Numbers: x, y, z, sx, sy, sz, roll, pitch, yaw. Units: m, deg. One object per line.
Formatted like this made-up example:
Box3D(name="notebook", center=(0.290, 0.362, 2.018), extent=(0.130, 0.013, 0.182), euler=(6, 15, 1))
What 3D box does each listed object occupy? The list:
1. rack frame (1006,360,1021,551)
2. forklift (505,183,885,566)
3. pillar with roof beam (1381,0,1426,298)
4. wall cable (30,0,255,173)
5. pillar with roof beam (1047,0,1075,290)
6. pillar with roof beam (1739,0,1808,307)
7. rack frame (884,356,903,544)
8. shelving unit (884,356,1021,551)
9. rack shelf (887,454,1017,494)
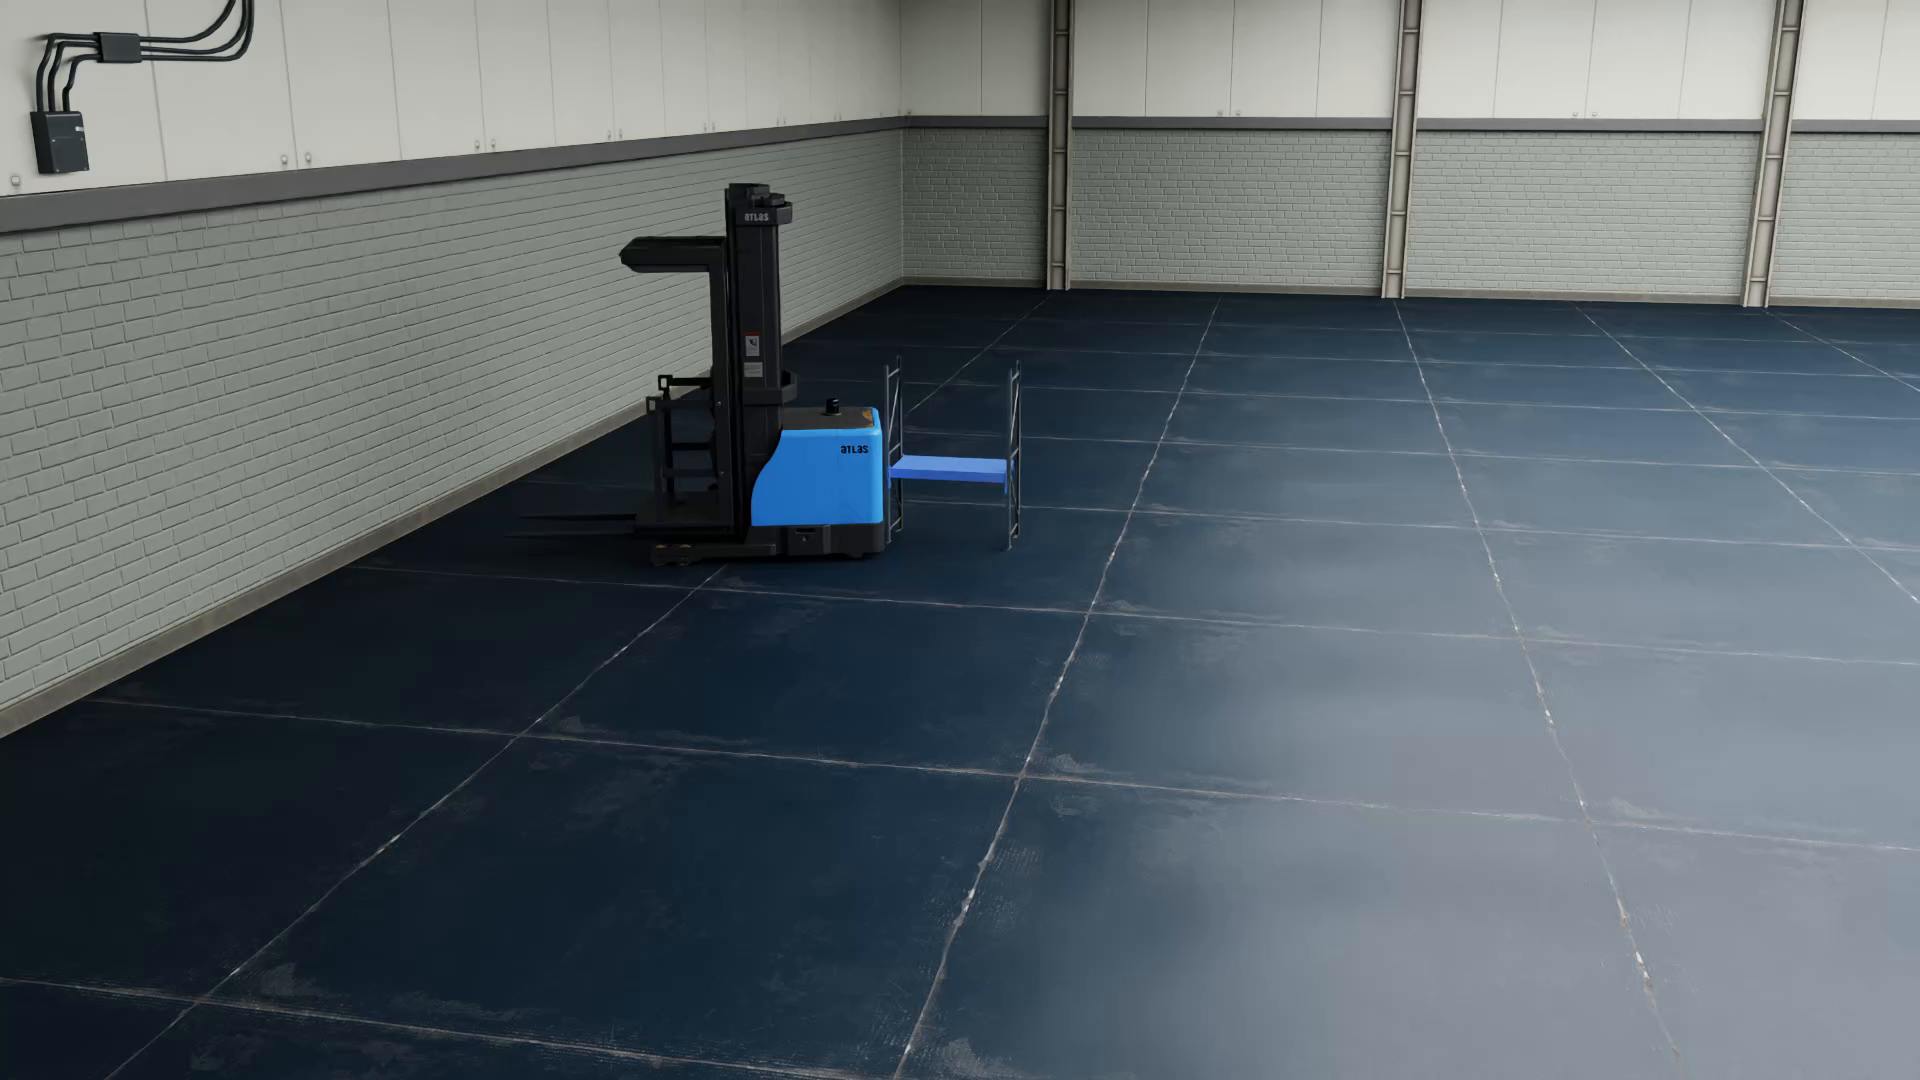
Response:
Box3D(name="rack frame", center=(0.441, -0.702, 13.718), extent=(0.032, 1.500, 0.500), euler=(3, 16, 11))
Box3D(name="forklift", center=(-2.152, -1.351, 13.378), extent=(3.031, 2.935, 1.130), euler=(-1, 16, -5))
Box3D(name="pillar with roof beam", center=(6.843, -7.539, 24.353), extent=(0.400, 9.000, 9.100), euler=(3, 16, 11))
Box3D(name="wall cable", center=(-5.172, -5.369, 10.145), extent=(0.169, 6.003, 2.305), euler=(3, 16, 11))
Box3D(name="pillar with roof beam", center=(0.963, -7.859, 25.505), extent=(0.400, 9.000, 9.100), euler=(3, 16, 11))
Box3D(name="pillar with roof beam", center=(12.723, -7.220, 23.200), extent=(0.400, 9.000, 9.100), euler=(3, 16, 11))
Box3D(name="rack frame", center=(-0.556, -0.755, 13.908), extent=(0.032, 1.500, 0.500), euler=(3, 16, 11))
Box3D(name="shelving unit", center=(-0.058, -0.729, 13.813), extent=(1.048, 1.500, 0.538), euler=(3, 16, 11))
Box3D(name="rack shelf", center=(-0.058, -0.555, 13.861), extent=(1.000, 0.185, 0.538), euler=(3, 16, 11))
